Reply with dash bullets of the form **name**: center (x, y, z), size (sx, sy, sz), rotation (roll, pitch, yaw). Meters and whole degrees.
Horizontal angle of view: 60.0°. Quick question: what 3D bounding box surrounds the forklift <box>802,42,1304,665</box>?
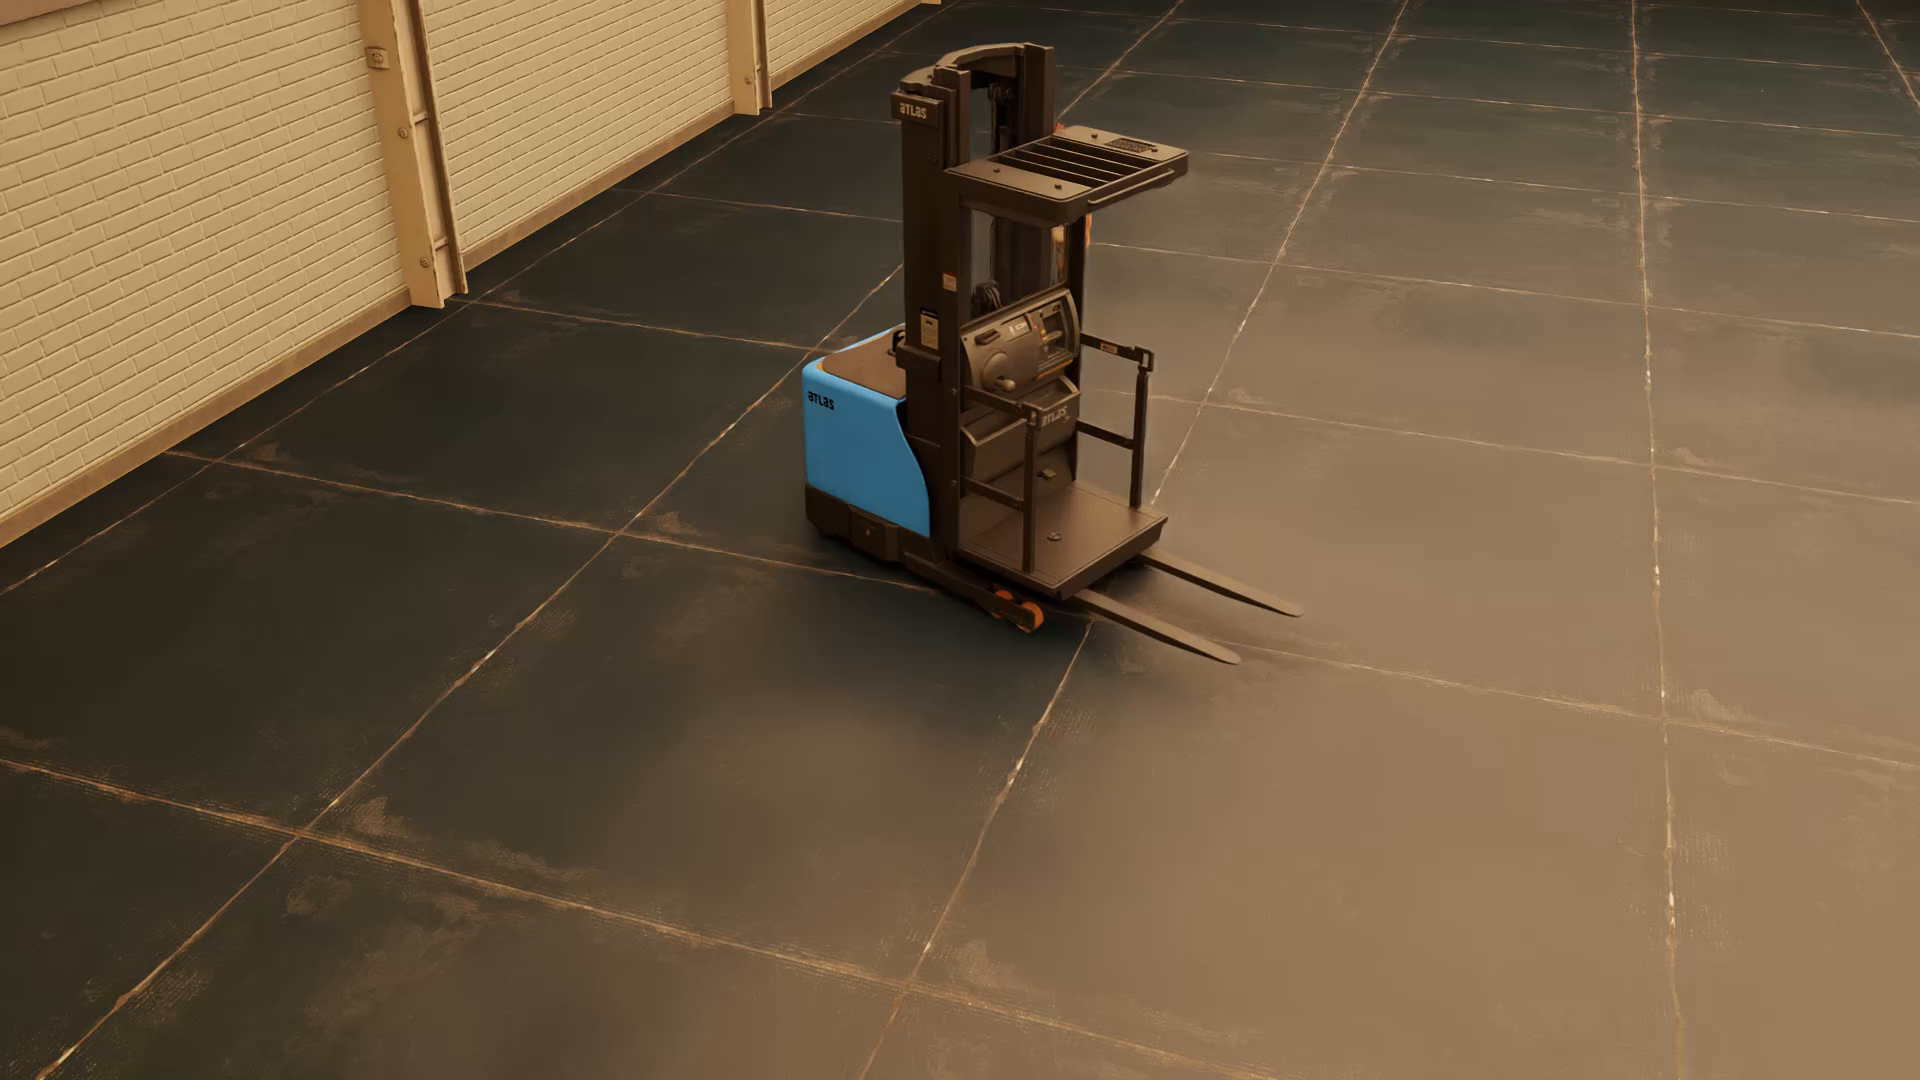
- **forklift**: center (0.497, -1.058, 8.993), size (3.031, 2.935, 1.130), rotation (23, 37, 35)

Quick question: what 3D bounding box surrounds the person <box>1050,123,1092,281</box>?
- **person**: center (0.718, -2.282, 12.485), size (0.550, 1.704, 0.554), rotation (8, 31, 13)
